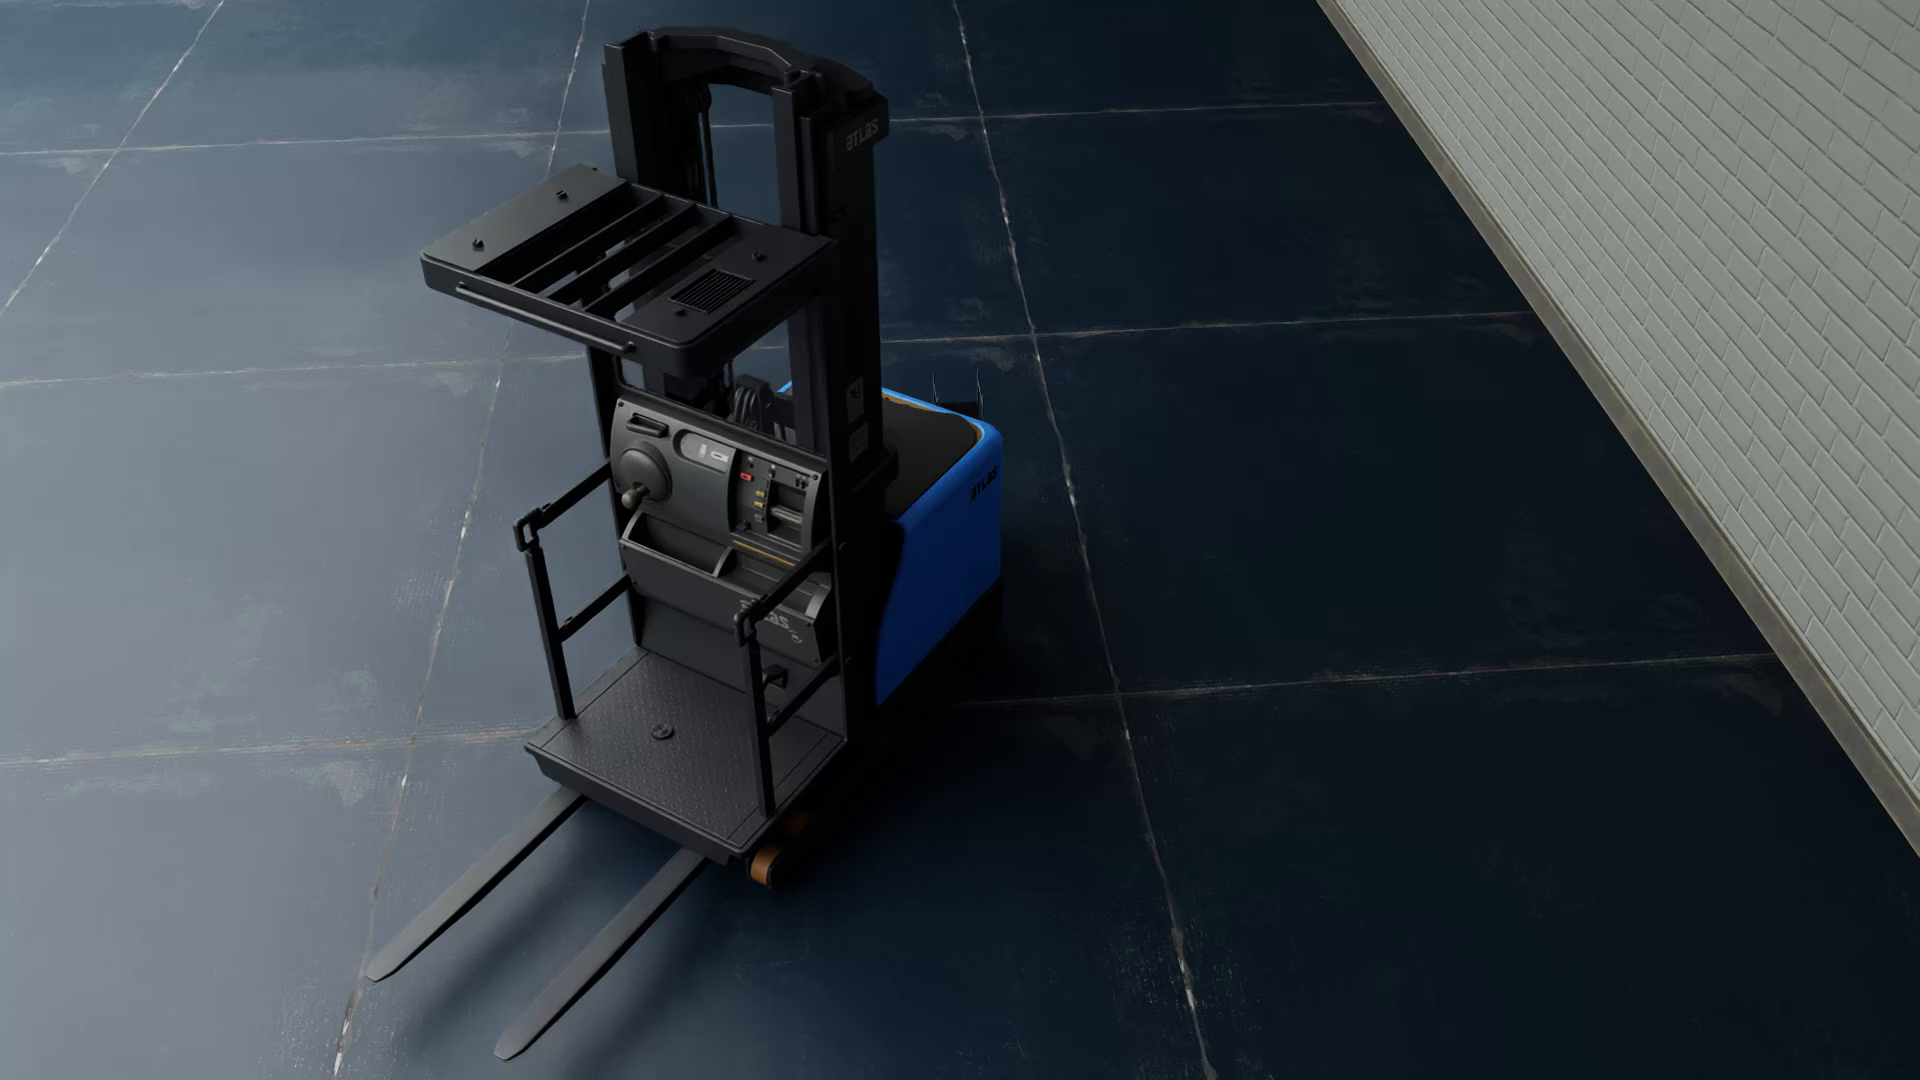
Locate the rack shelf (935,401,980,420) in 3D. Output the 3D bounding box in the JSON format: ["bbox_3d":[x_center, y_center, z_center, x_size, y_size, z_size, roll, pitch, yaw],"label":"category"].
[{"bbox_3d":[-0.008,-0.539,7.646,0.200,0.077,0.258,-3,38,-4],"label":"rack shelf"}]

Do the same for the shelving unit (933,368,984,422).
[{"bbox_3d":[-0.008,-0.353,7.793,0.210,0.900,0.258,-3,38,-4],"label":"shelving unit"}]

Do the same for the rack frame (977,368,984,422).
[{"bbox_3d":[0.093,-0.358,7.800,0.006,0.900,0.240,-3,38,-4],"label":"rack frame"}]

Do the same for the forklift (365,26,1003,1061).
[{"bbox_3d":[-1.004,-0.153,5.900,1.130,2.935,3.031,21,43,24],"label":"forklift"}]

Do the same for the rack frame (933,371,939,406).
[{"bbox_3d":[-0.109,-0.347,7.786,0.006,0.900,0.240,-3,38,-4],"label":"rack frame"}]
